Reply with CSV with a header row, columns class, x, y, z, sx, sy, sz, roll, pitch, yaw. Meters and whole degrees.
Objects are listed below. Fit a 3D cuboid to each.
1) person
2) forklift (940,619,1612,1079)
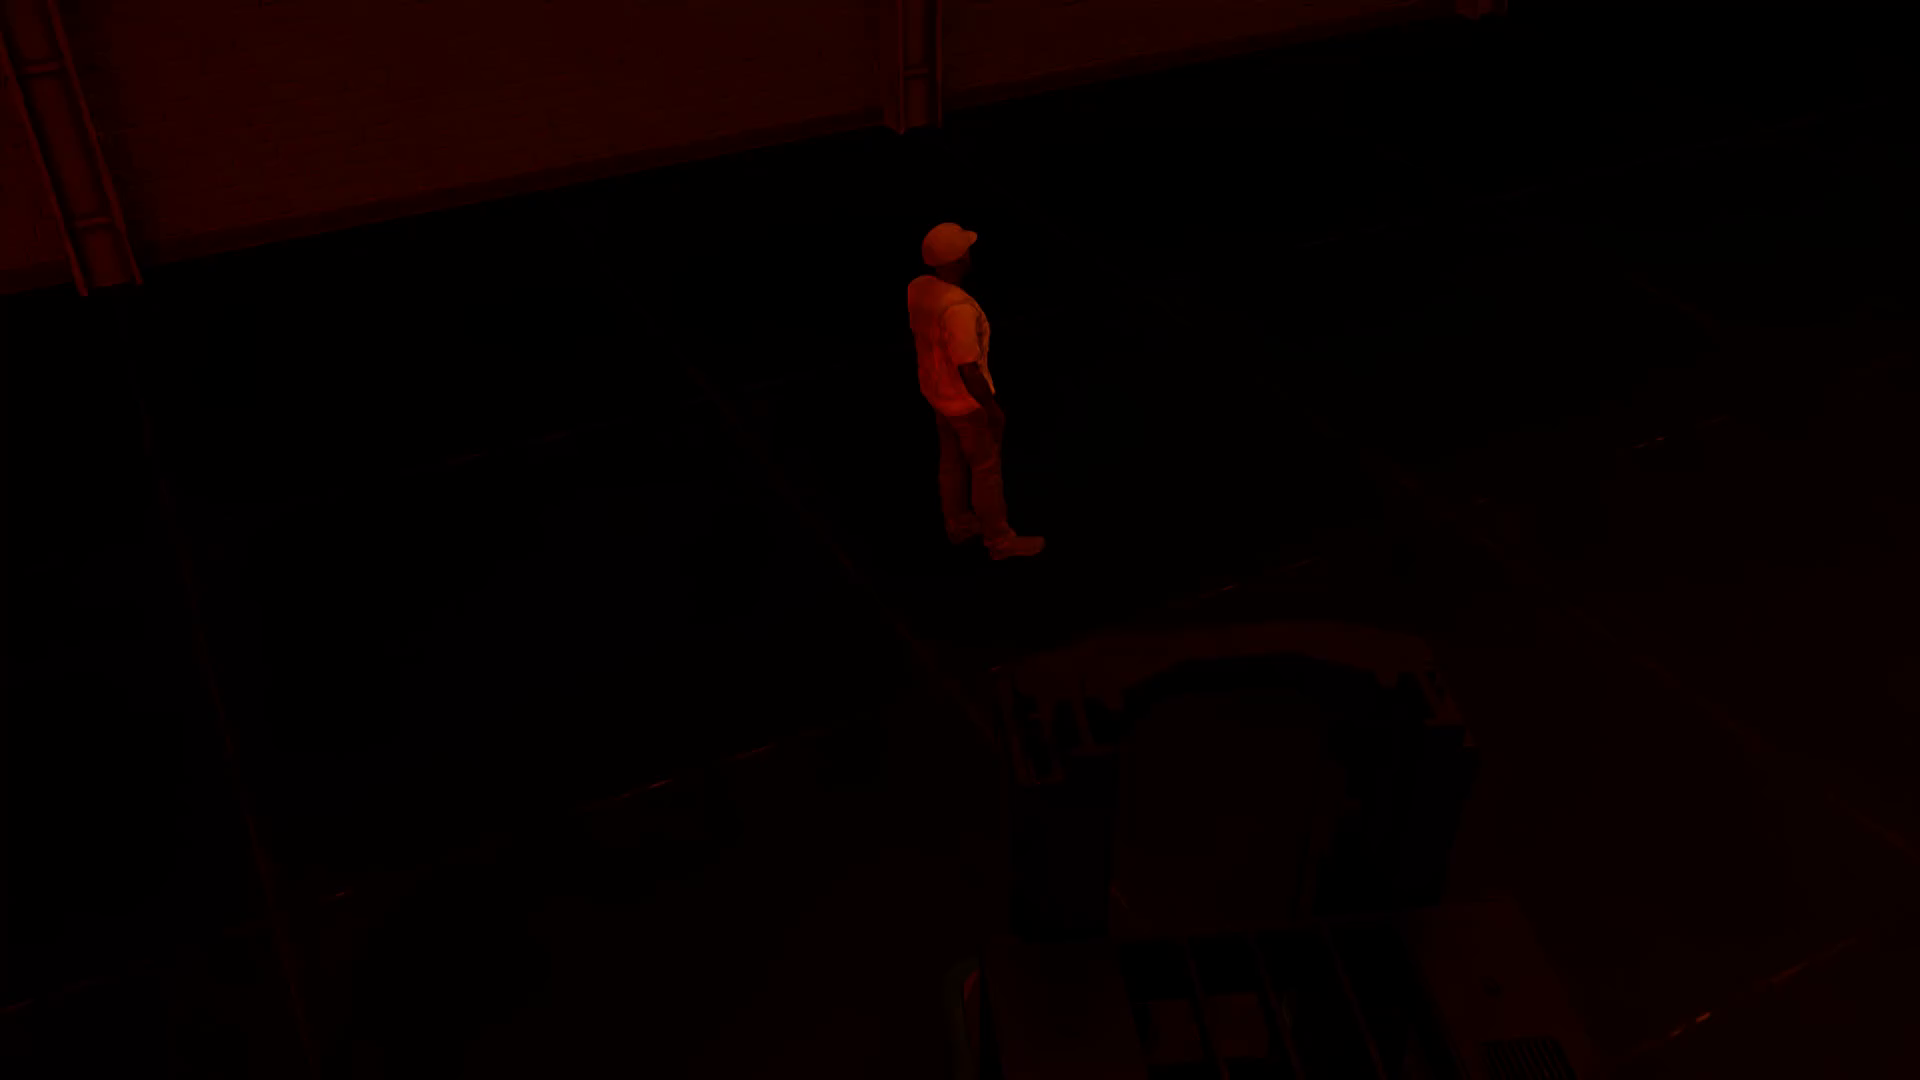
class,x,y,z,sx,sy,sz,roll,pitch,yaw
person,0.064,-0.743,8.171,0.576,1.766,0.665,-17,39,-23
forklift,0.613,1.754,3.642,1.130,2.935,3.031,-4,35,-6
